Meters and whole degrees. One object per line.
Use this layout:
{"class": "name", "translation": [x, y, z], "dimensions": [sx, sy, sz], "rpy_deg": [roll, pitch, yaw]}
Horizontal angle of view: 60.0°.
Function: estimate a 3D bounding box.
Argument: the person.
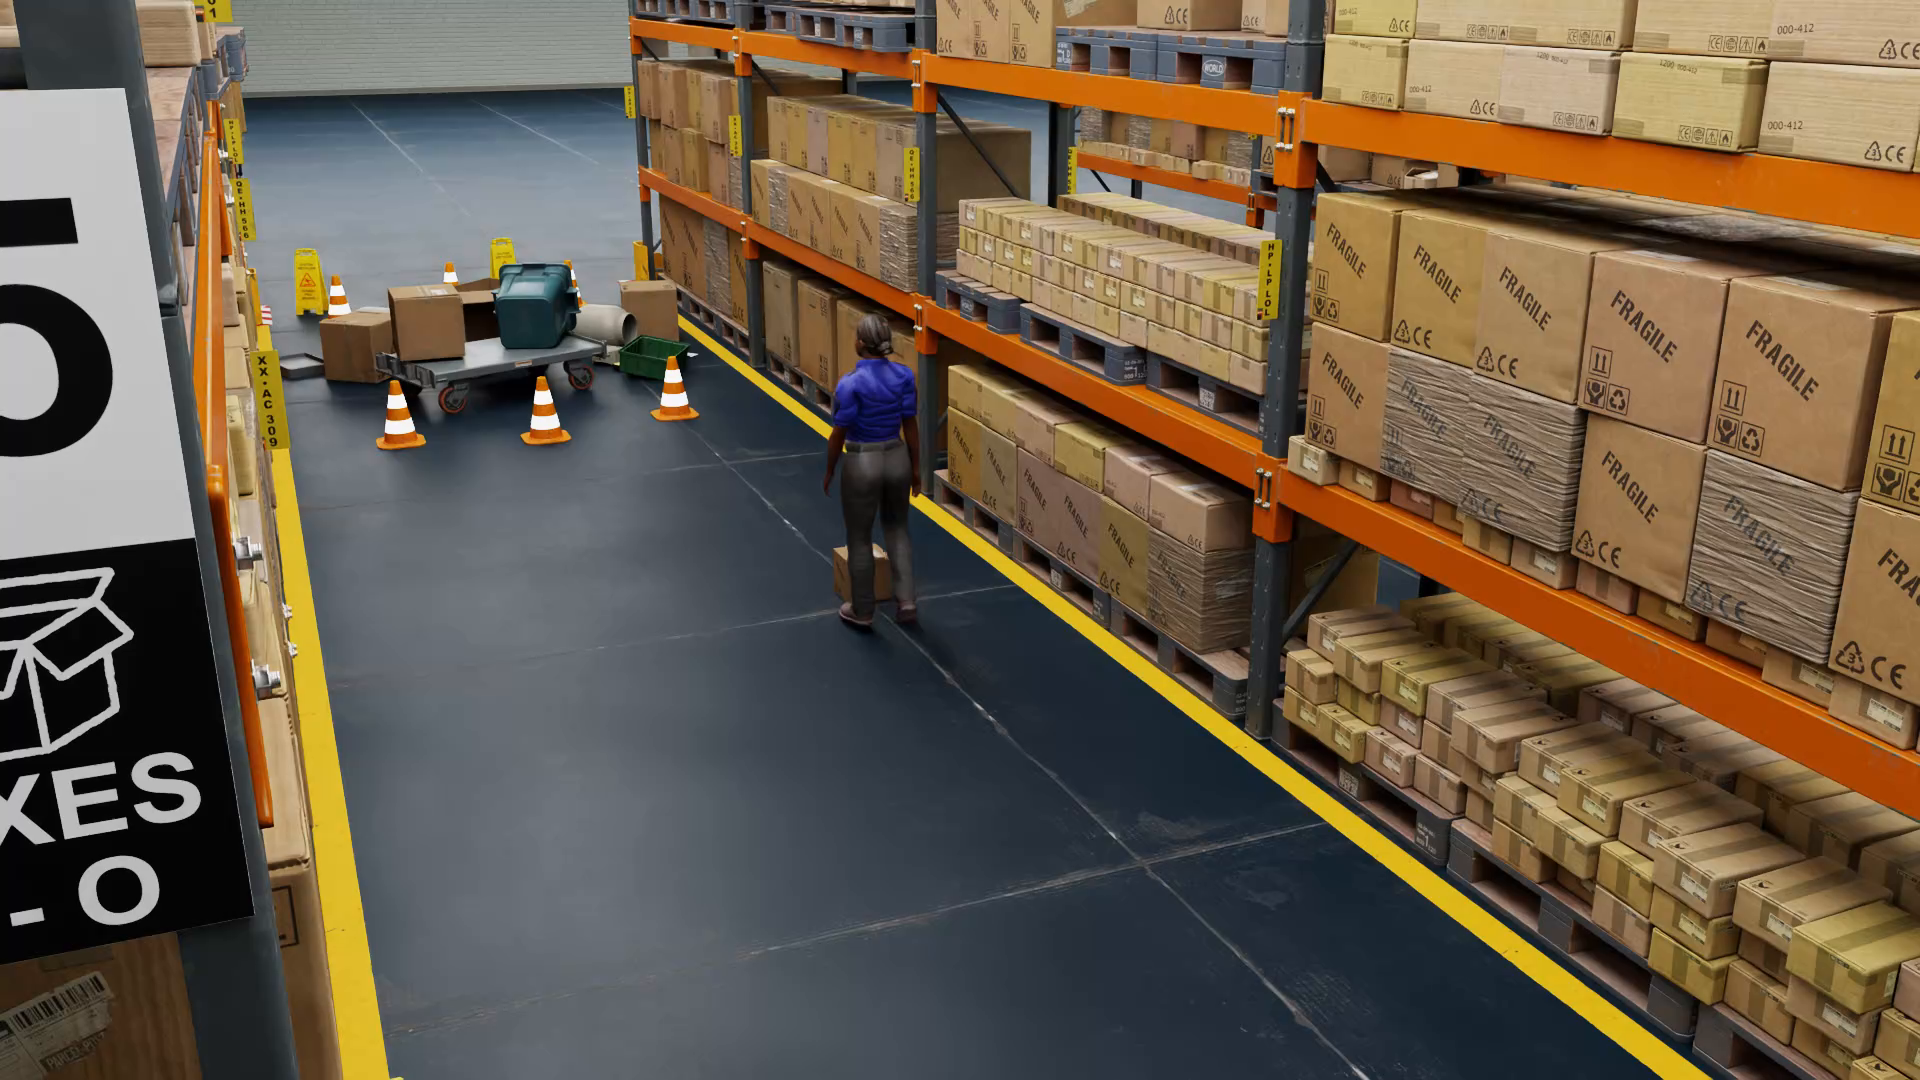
{"class": "person", "translation": [-0.457, -0.328, 8.519], "dimensions": [0.496, 1.708, 0.437], "rpy_deg": [-10, 21, -26]}
